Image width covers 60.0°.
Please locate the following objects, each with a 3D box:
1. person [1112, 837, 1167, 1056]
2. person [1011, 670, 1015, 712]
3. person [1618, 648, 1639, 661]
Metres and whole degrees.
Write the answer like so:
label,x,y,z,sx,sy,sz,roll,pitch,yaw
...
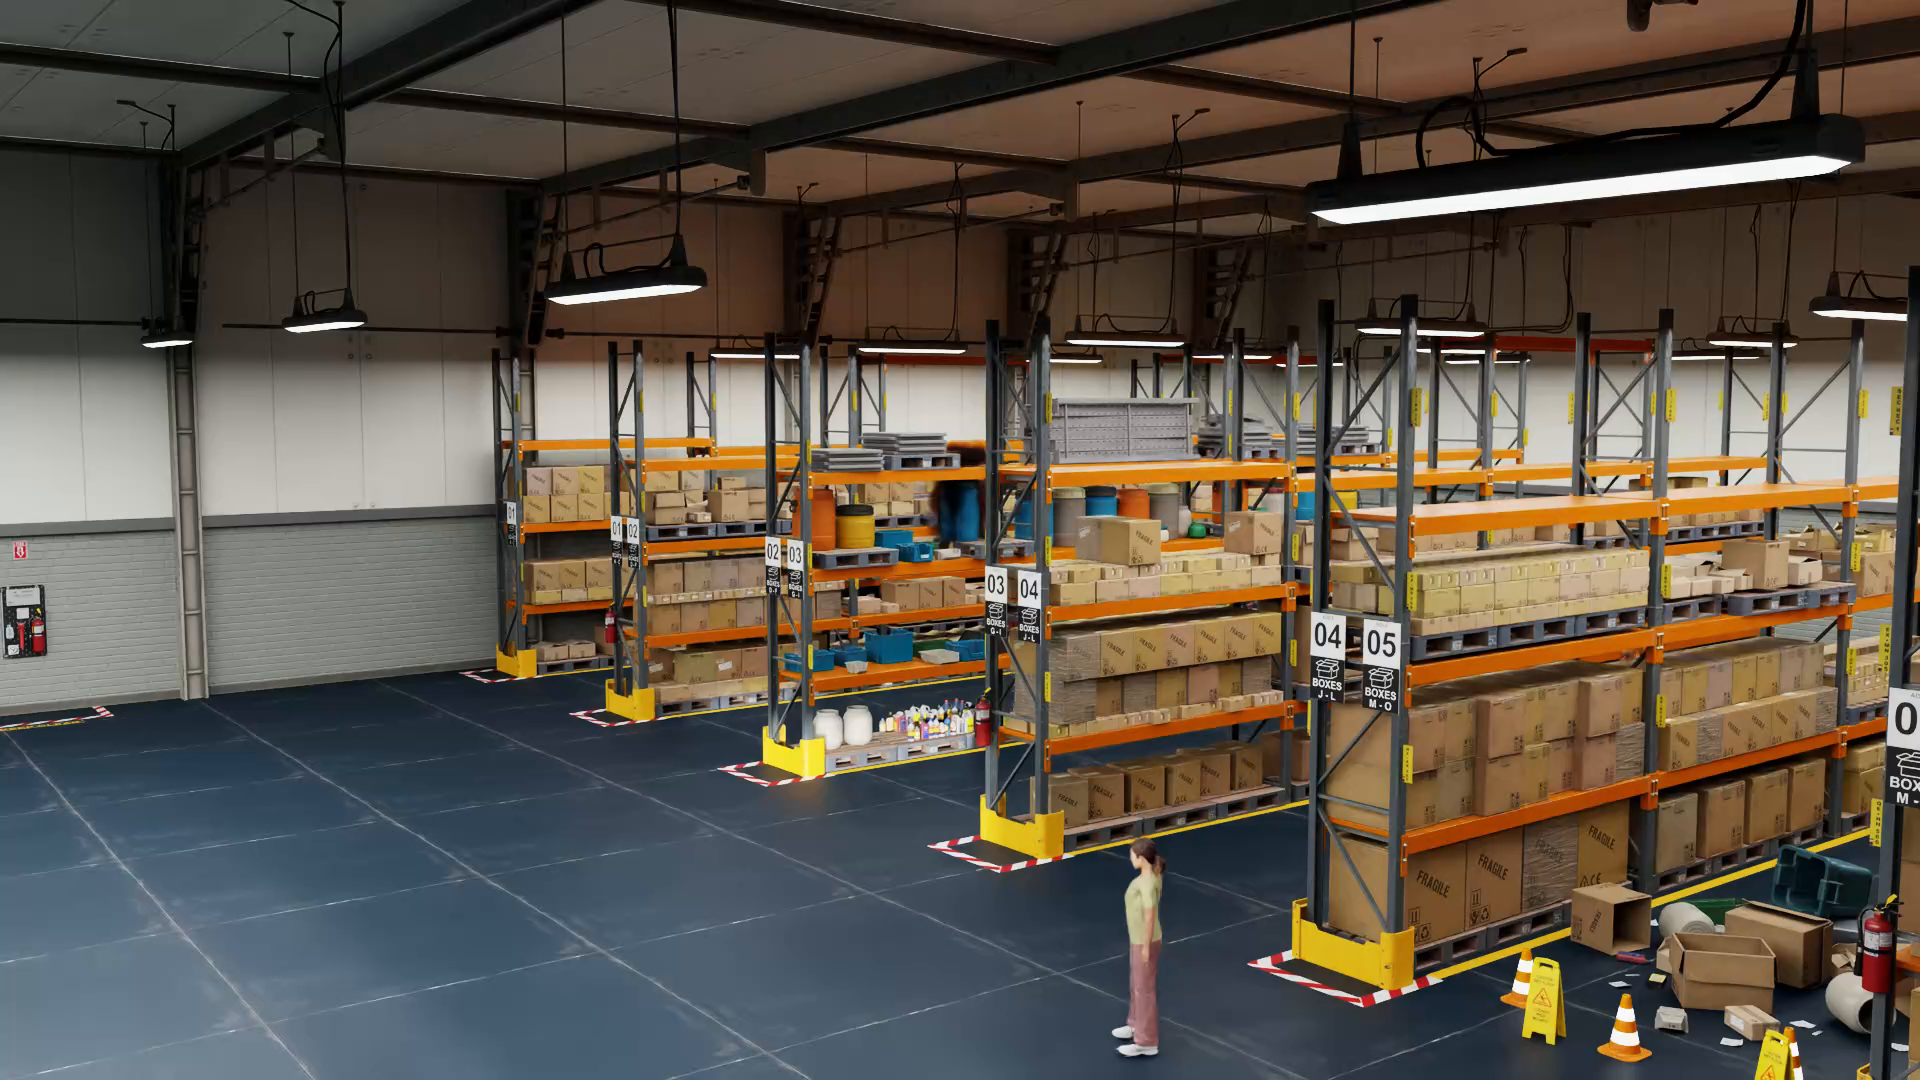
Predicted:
label,x,y,z,sx,sy,sz,roll,pitch,yaw
person,1.418,3.172,13.133,0.422,1.676,0.524,1,5,6
person,0.993,1.959,26.568,0.438,1.794,0.673,-1,5,-12
person,9.298,2.222,23.226,0.979,1.734,0.634,-3,6,-31
